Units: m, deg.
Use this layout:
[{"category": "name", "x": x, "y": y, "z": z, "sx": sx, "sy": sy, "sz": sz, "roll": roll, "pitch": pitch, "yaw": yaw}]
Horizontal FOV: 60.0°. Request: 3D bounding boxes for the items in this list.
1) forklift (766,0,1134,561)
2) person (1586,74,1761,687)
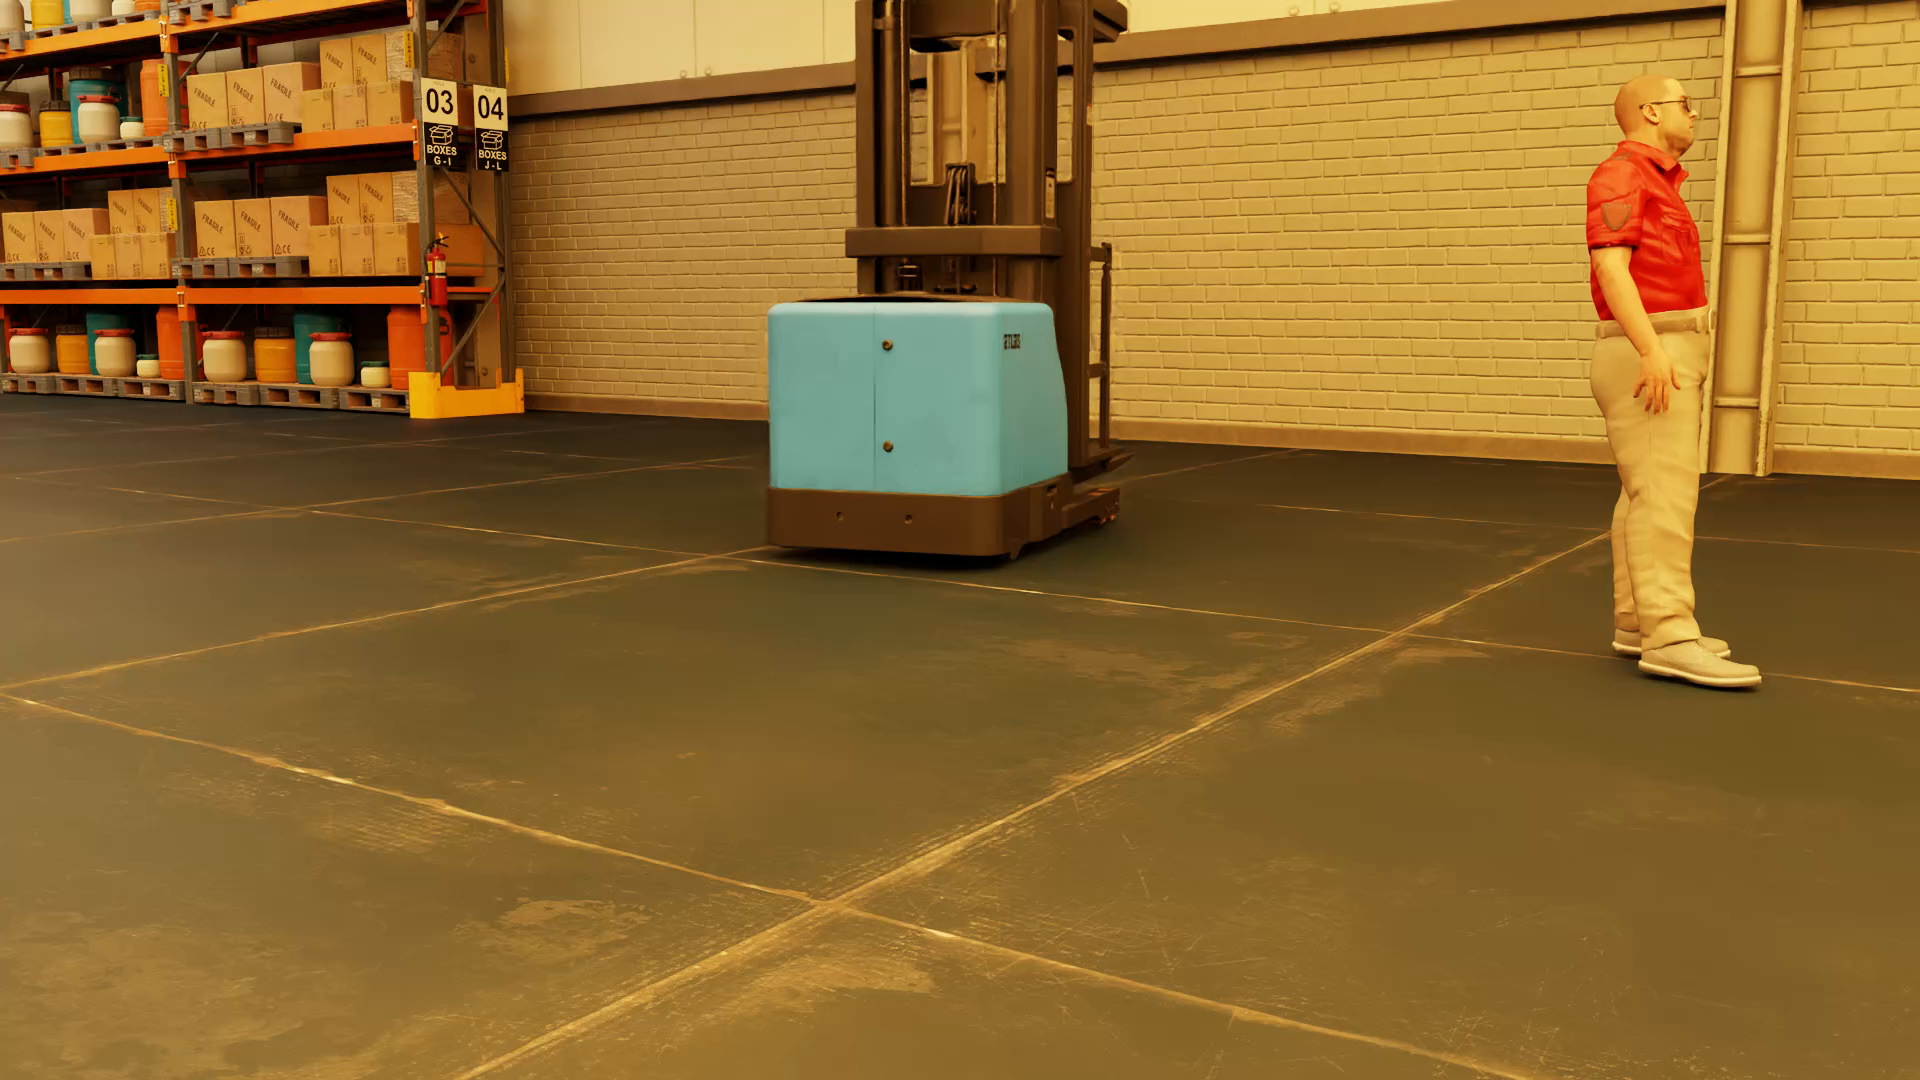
[{"category": "forklift", "x": 0.160, "y": -1.536, "z": 7.996, "sx": 1.130, "sy": 2.935, "sz": 3.031, "roll": 3, "pitch": 9, "yaw": 19}, {"category": "person", "x": 2.123, "y": -0.492, "z": 4.874, "sx": 0.551, "sy": 1.727, "sz": 0.640, "roll": 5, "pitch": 9, "yaw": 29}]
